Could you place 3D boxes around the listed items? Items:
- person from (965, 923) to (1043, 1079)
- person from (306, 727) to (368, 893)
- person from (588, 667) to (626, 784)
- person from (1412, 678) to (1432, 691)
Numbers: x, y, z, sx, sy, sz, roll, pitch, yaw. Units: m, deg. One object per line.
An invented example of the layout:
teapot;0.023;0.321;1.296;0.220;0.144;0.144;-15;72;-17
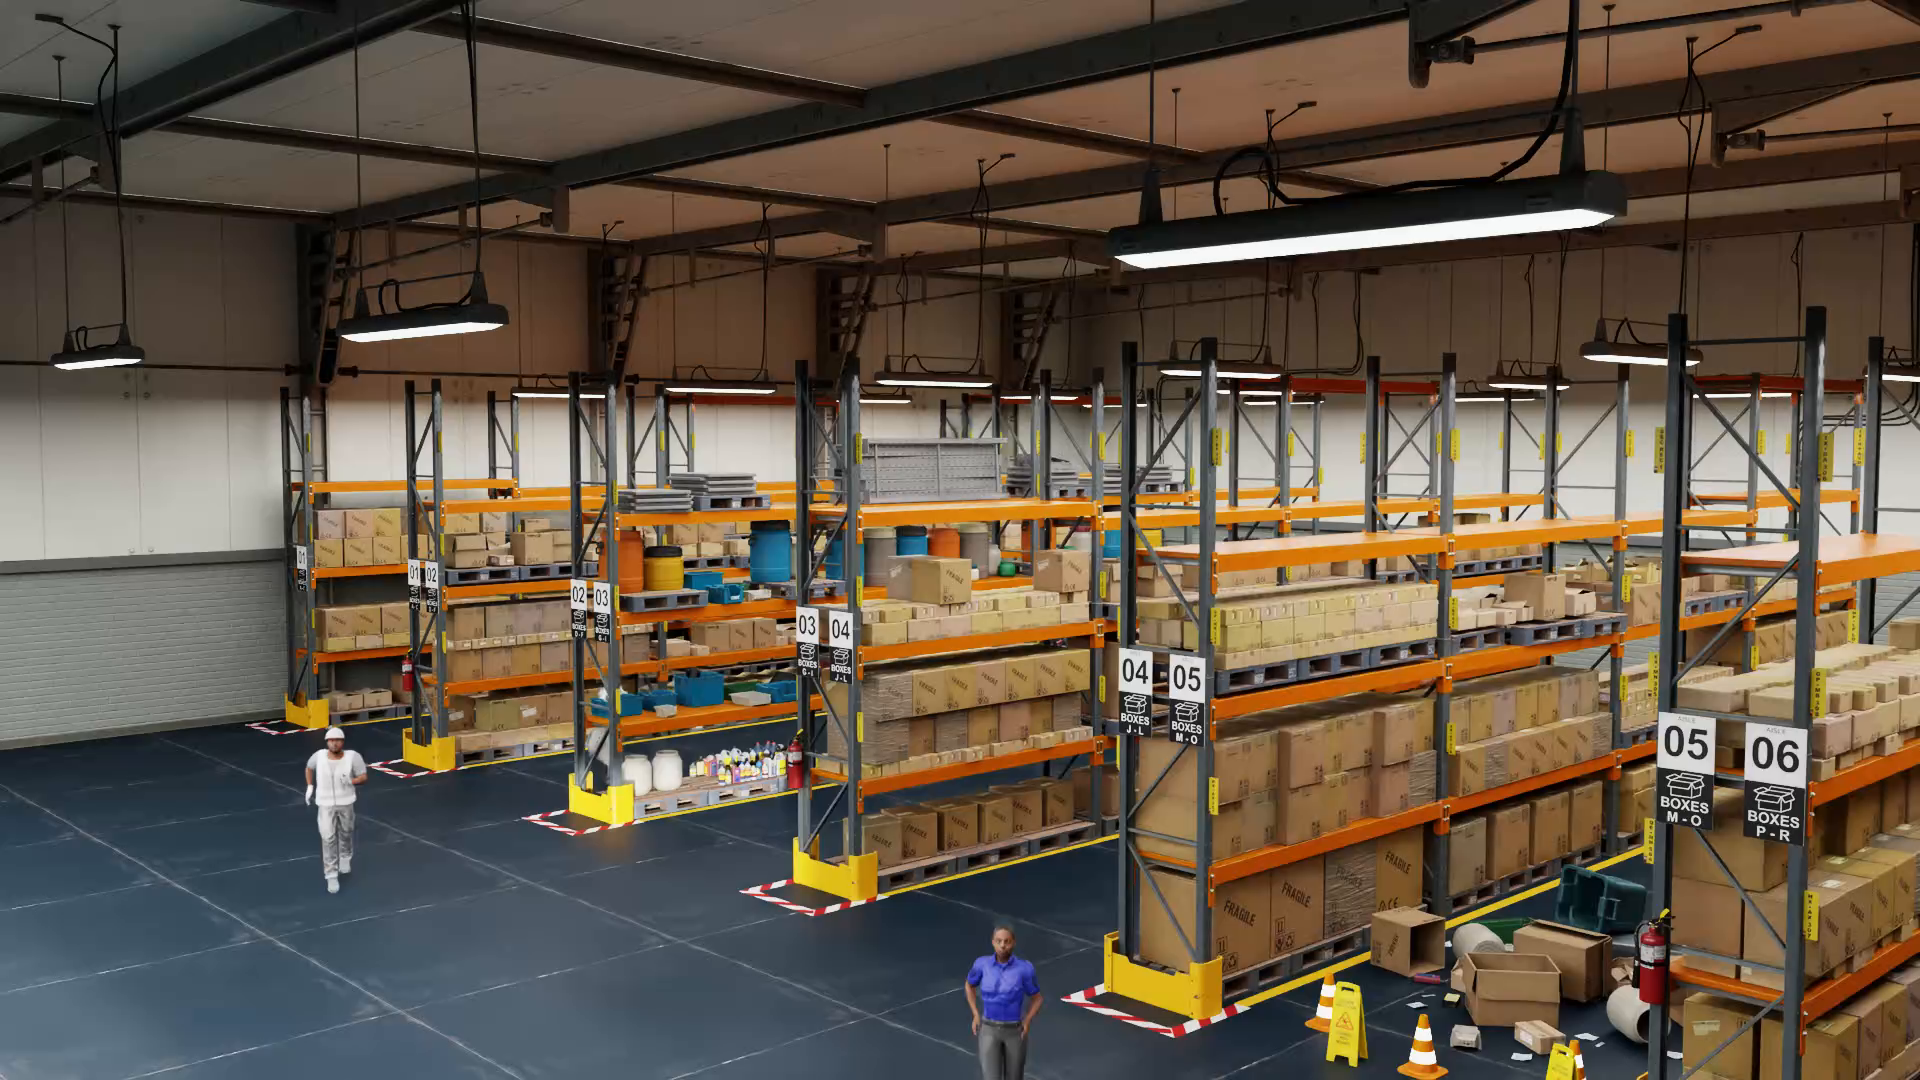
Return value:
person;0.311;3.590;12.076;0.578;1.650;0.801;0;4;5
person;-7.123;3.028;19.017;0.674;1.803;0.956;-1;4;-19
person;-5.180;2.727;24.416;0.669;1.741;0.613;3;5;38
person;6.762;2.764;24.292;0.596;1.682;0.644;-3;5;-42
